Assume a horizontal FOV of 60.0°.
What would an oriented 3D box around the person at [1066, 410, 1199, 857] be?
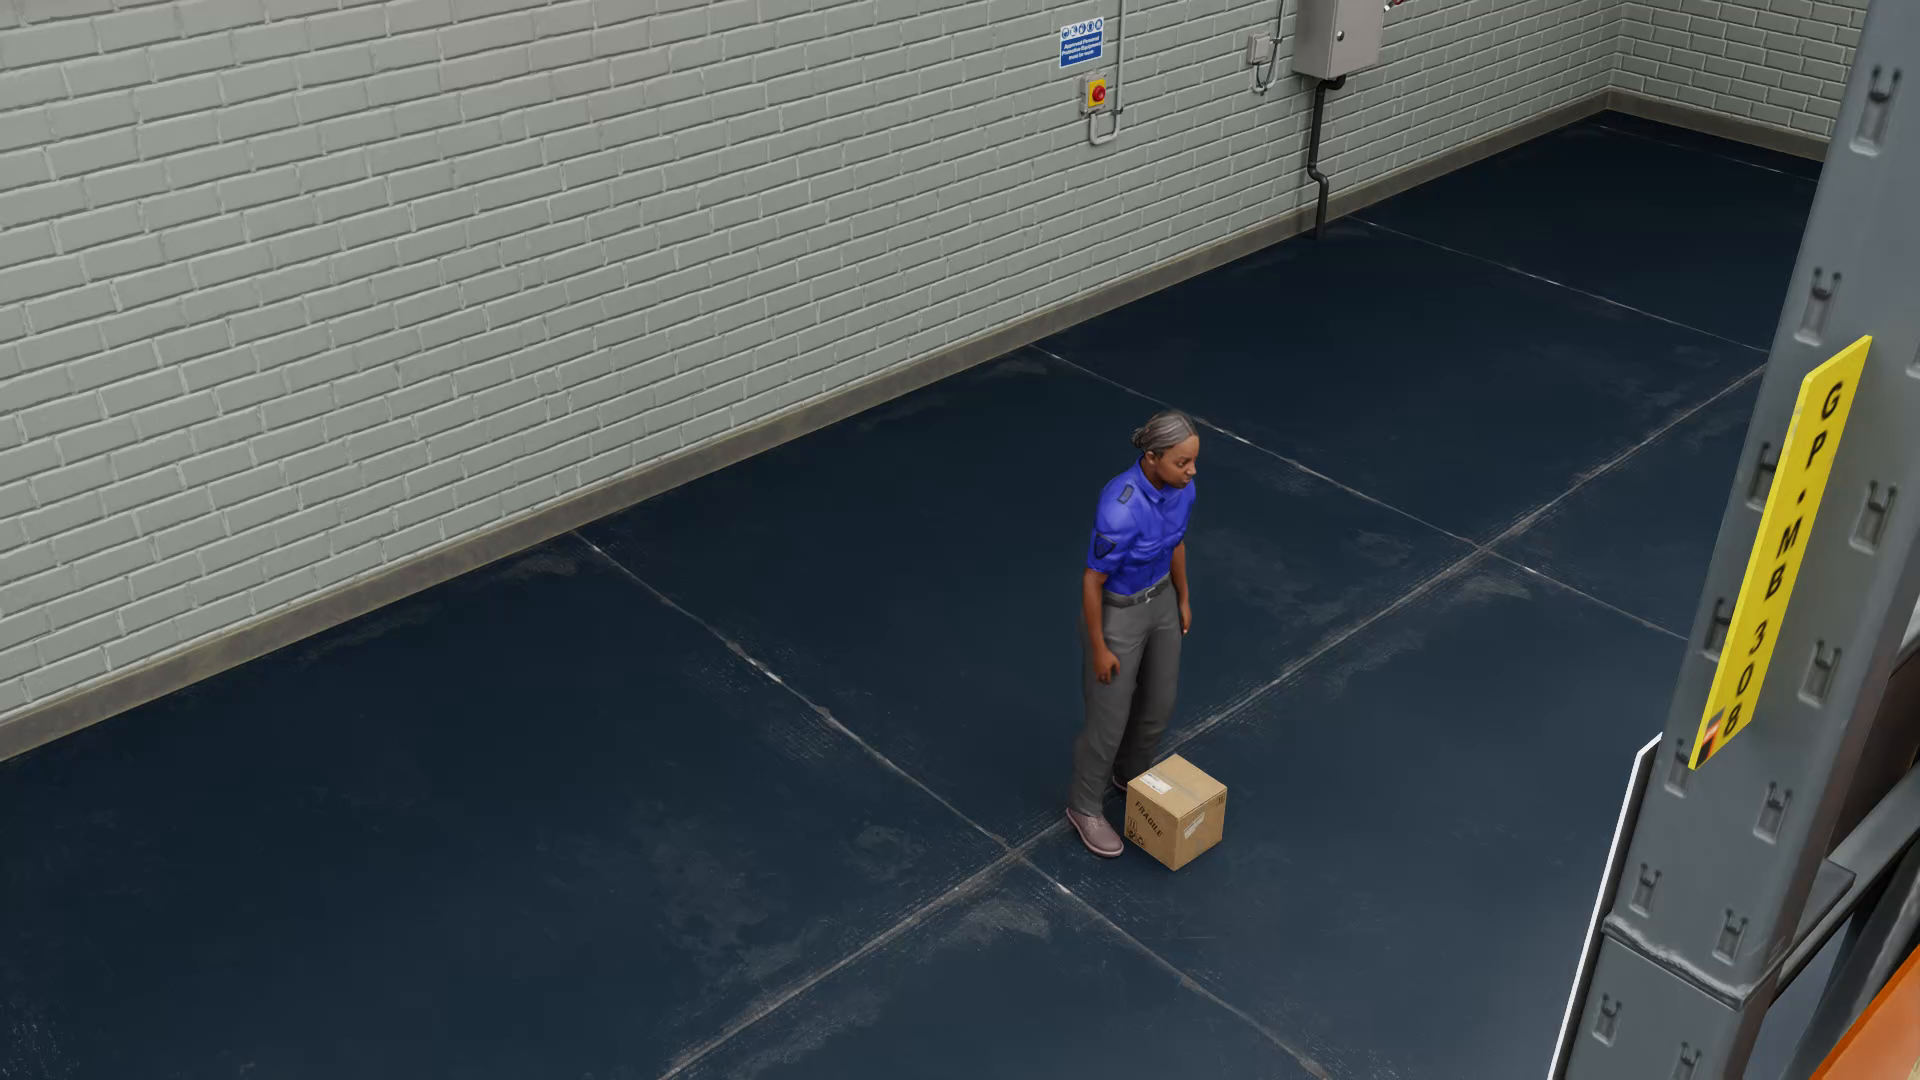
[{"bbox_3d":[0.602,0.286,5.681,0.522,1.655,0.351,-27,41,-36],"label":"person"}]
